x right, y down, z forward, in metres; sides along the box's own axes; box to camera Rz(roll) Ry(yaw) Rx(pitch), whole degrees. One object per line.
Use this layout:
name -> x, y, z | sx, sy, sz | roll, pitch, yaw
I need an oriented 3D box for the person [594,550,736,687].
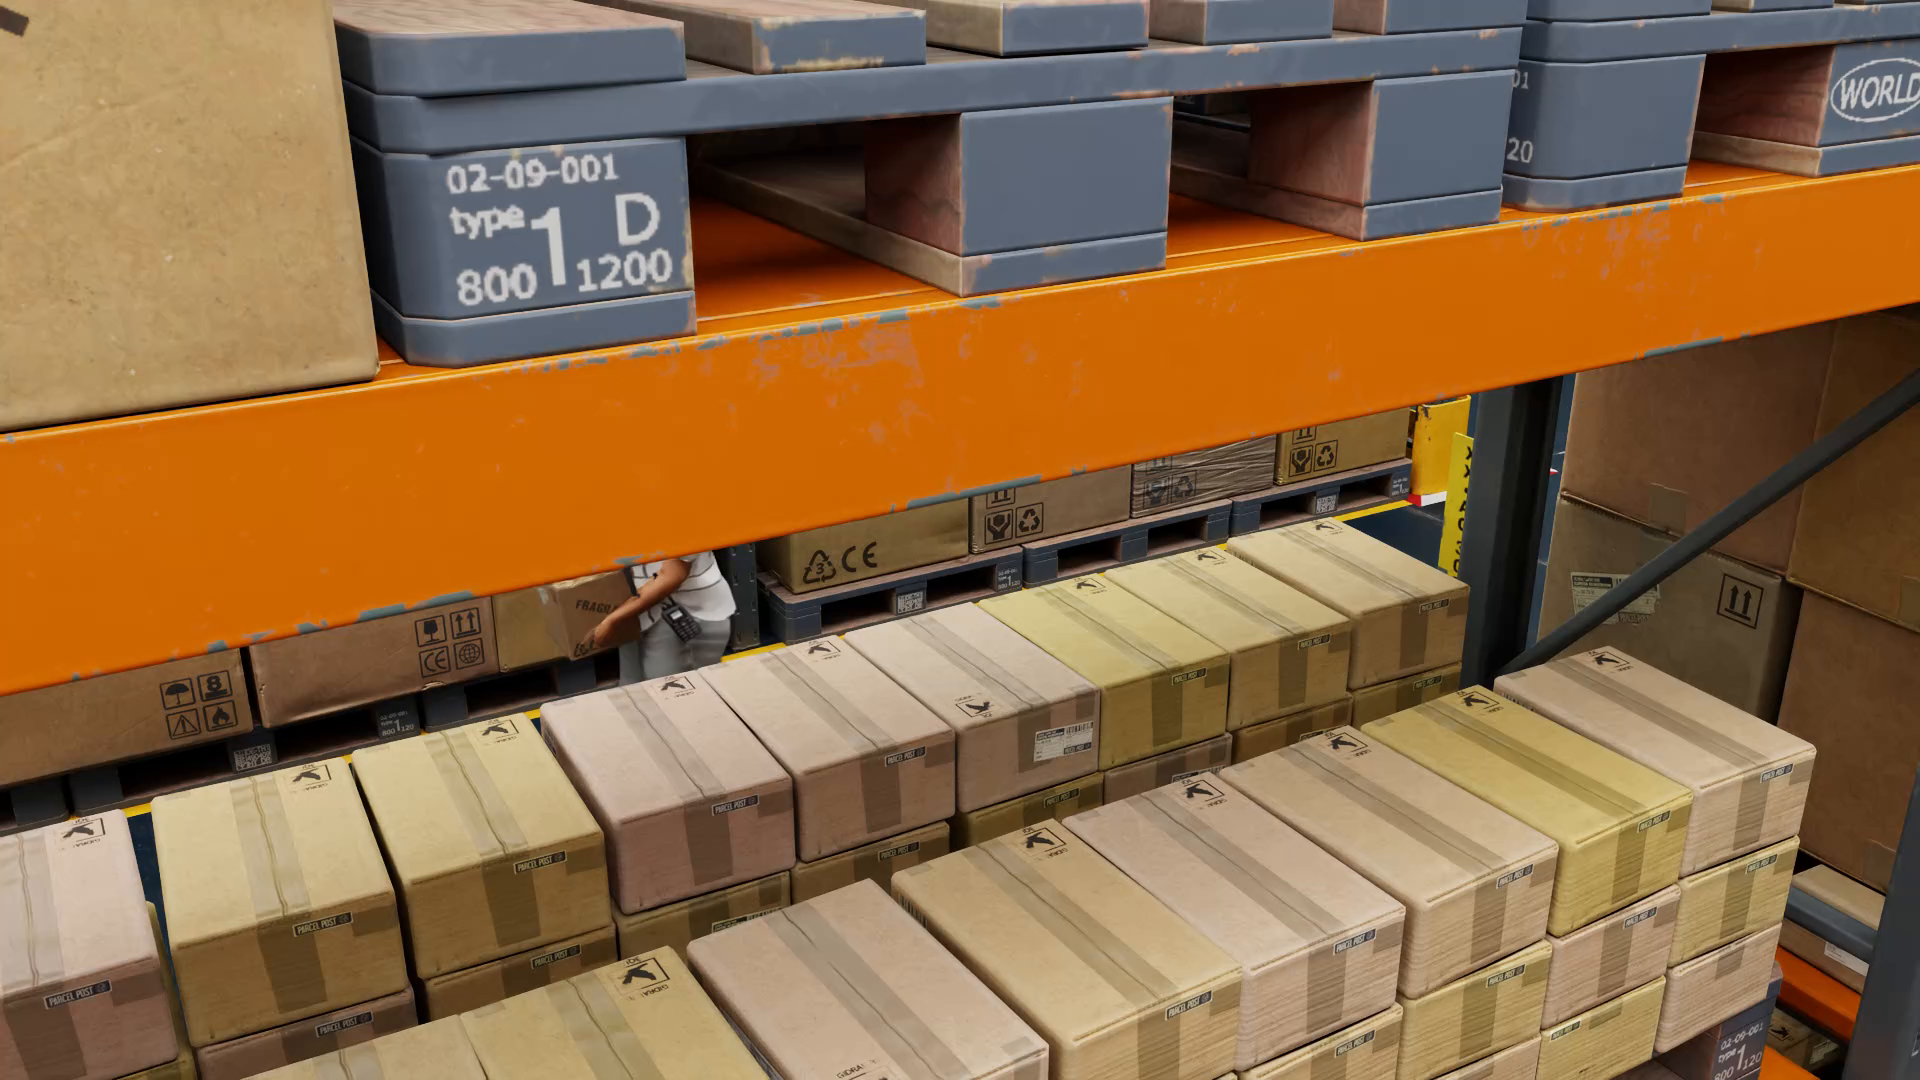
person -> -1.001, 0.283, 5.382 | 0.532, 1.662, 0.457 | -10, 24, -24
